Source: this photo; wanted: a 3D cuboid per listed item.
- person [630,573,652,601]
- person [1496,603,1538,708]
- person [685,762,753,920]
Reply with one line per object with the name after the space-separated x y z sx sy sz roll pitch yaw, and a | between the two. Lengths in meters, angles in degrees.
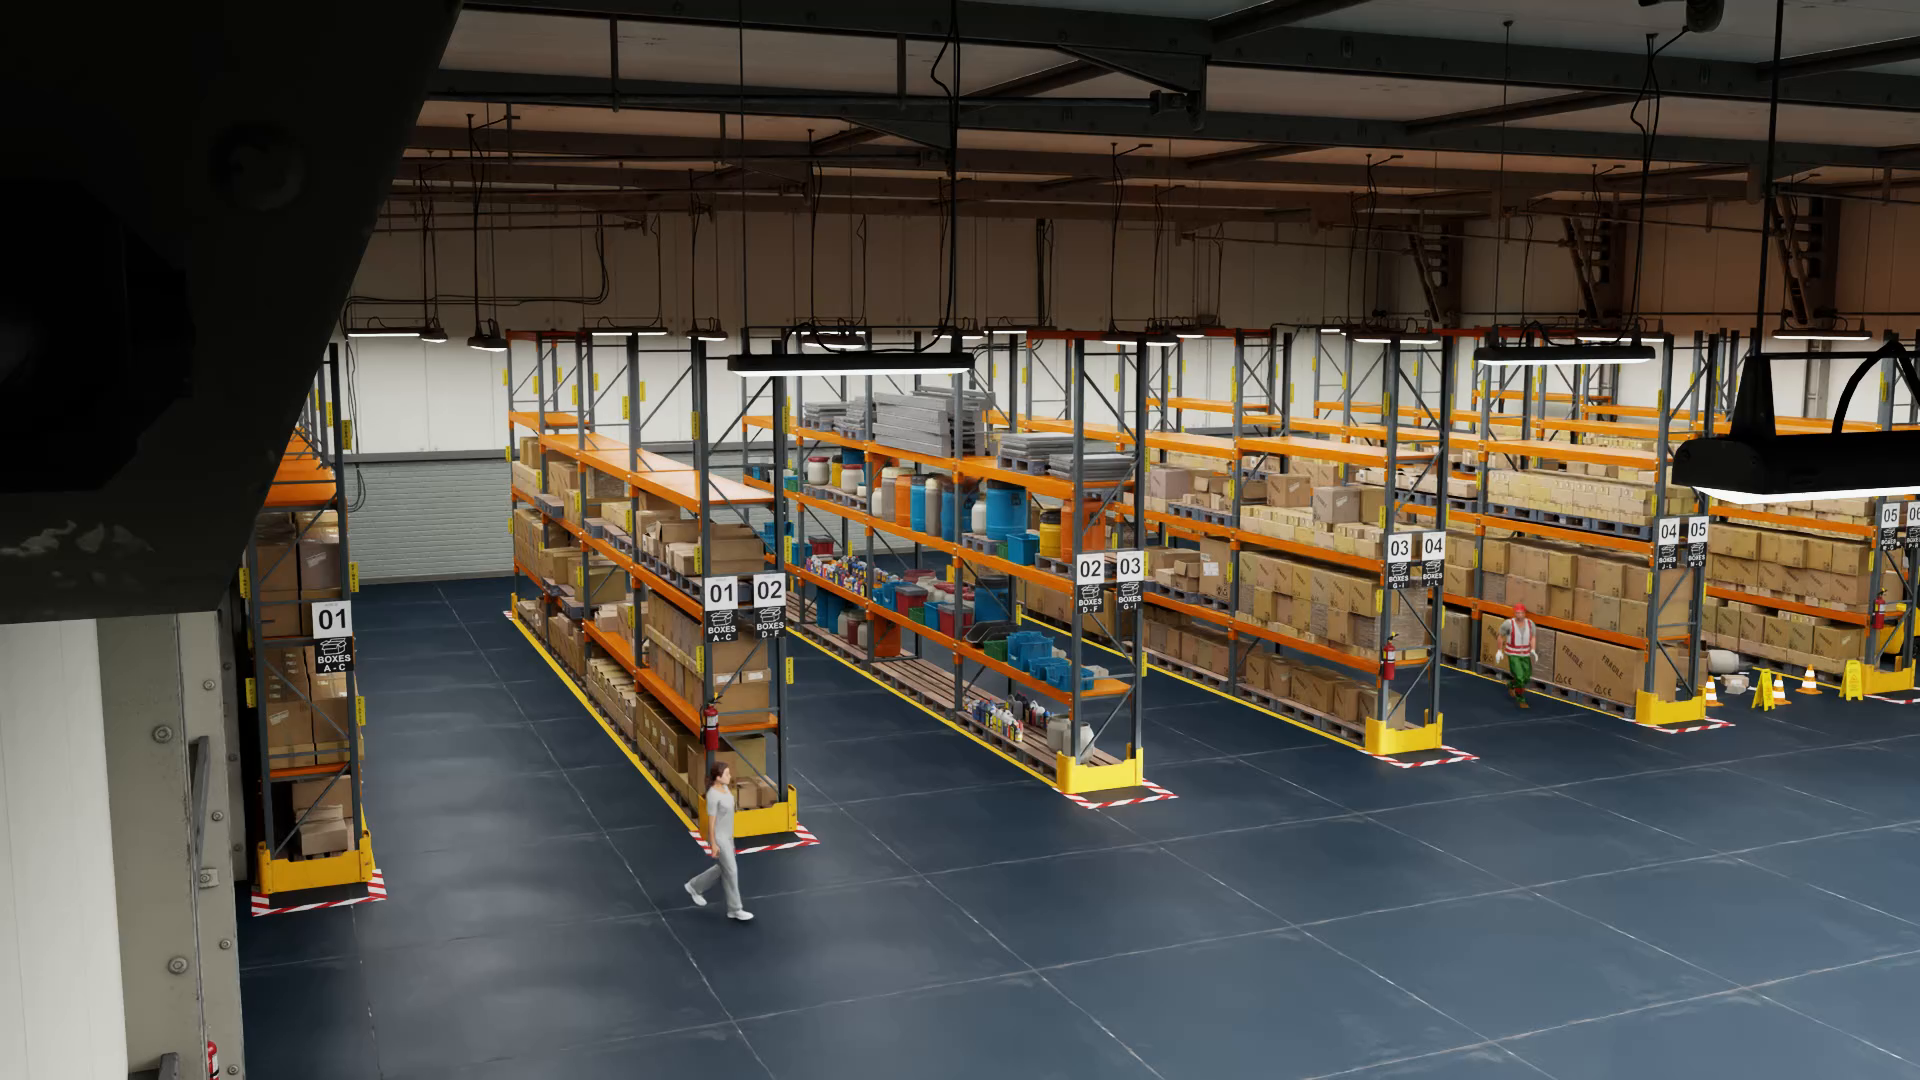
-6.460 0.946 33.539 0.514 1.677 0.448 5 9 30 | person
9.011 1.834 26.980 0.592 1.698 0.796 -1 8 -9 | person
-2.536 3.132 17.510 0.801 1.649 0.498 2 8 12 | person
